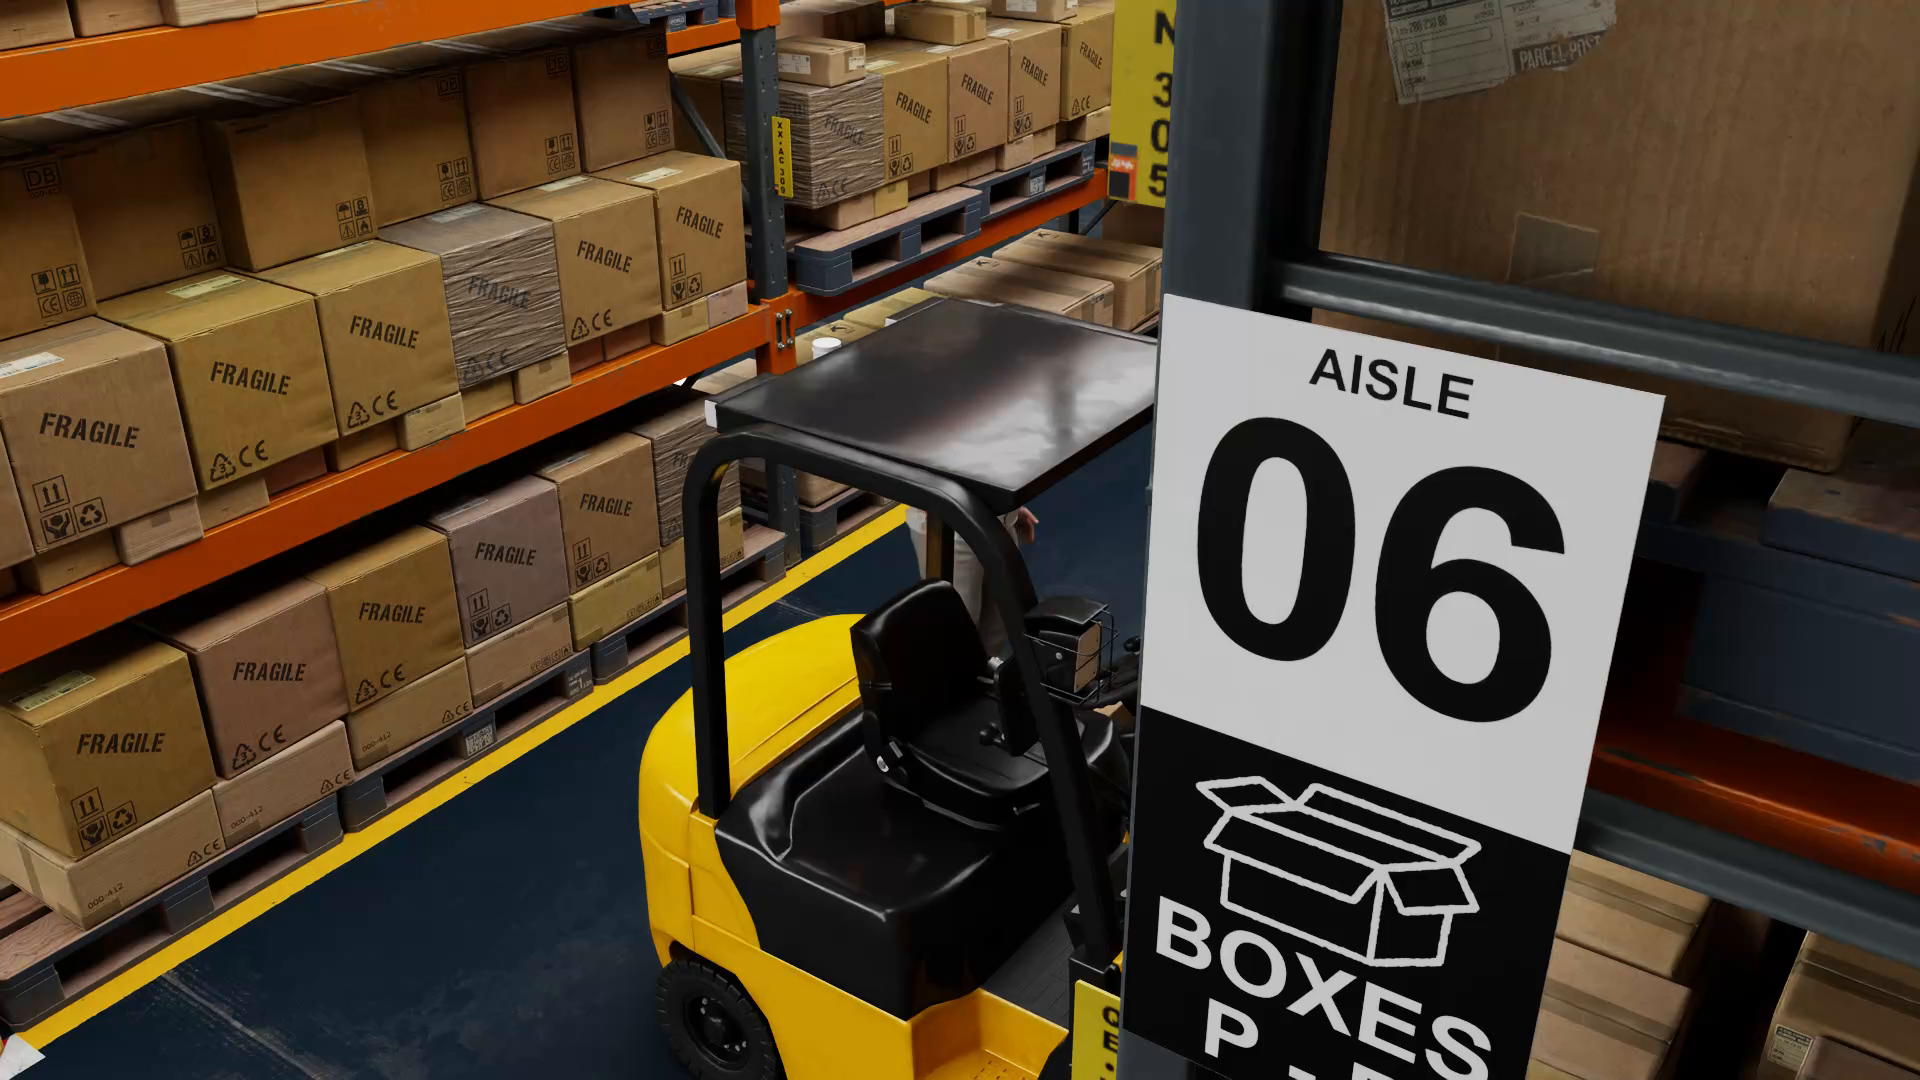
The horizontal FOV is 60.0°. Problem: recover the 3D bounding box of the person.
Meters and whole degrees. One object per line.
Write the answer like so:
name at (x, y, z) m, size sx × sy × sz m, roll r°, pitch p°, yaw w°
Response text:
person at (0.040, -0.058, 6.265) m, size 0.424 × 1.726 × 0.544 m, roll 18°, pitch 32°, yaw 32°
